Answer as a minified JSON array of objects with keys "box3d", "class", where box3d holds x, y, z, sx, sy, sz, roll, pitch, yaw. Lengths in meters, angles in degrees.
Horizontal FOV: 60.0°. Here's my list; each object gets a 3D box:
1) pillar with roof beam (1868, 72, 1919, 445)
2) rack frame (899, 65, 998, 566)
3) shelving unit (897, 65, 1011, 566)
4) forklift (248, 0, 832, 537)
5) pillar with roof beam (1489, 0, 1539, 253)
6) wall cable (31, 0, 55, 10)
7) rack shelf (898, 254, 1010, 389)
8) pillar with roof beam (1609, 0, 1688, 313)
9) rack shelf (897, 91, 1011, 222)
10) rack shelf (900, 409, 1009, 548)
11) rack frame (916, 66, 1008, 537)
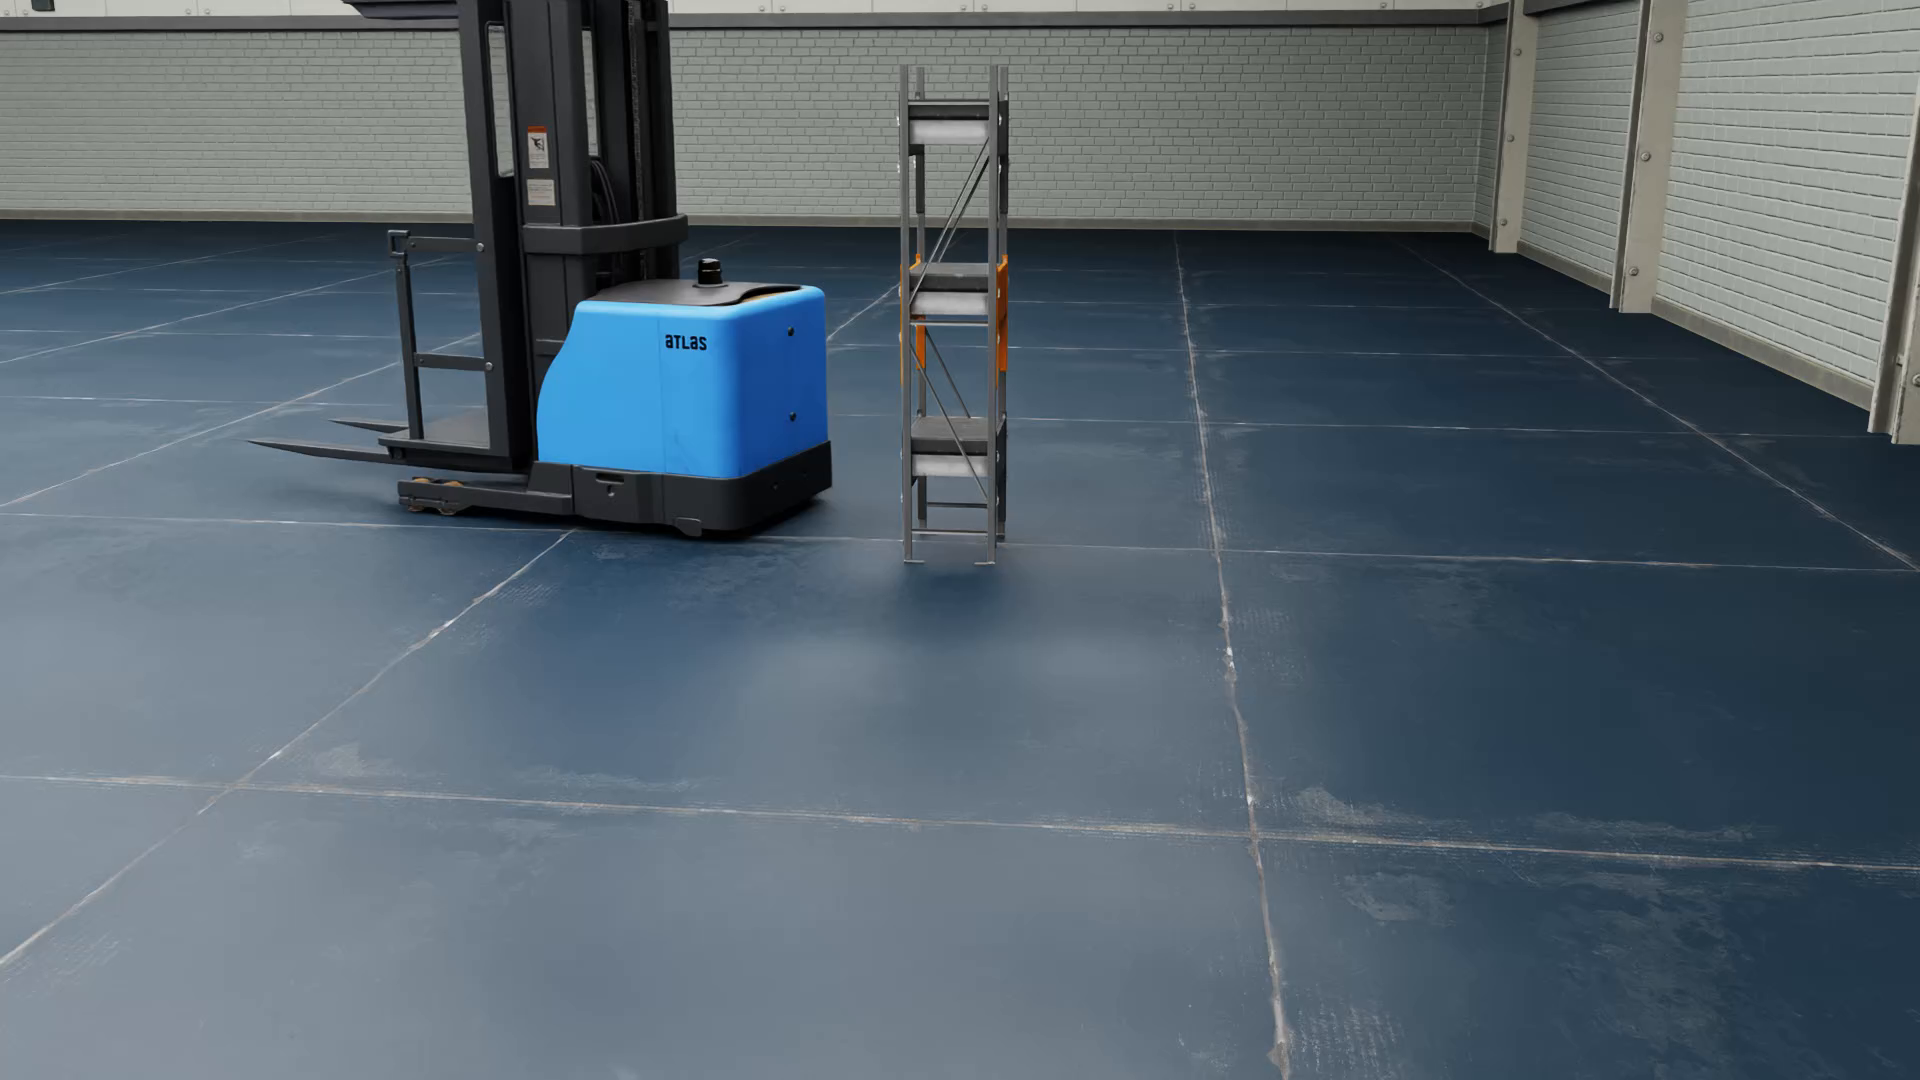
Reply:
[{"box3d":[1.375,-5.080,9.210,9.100,9.000,0.400,2,15,6],"class":"pillar with roof beam"},{"box3d":[-0.046,-0.907,6.995,0.400,2.100,0.015,2,15,6],"class":"rack frame"},{"box3d":[-0.019,-0.971,7.229,0.431,2.100,0.503,2,15,6],"class":"shelving unit"},{"box3d":[-2.215,-1.654,8.164,3.031,2.935,1.130,6,16,21],"class":"forklift"},{"box3d":[2.729,-8.192,20.720,9.100,9.000,0.400,2,15,6],"class":"pillar with roof beam"},{"box3d":[-13.215,-11.077,24.871,2.305,6.003,0.169,2,15,6],"class":"wall cable"},{"box3d":[-0.019,-0.958,7.233,0.431,0.518,0.480,2,15,6],"class":"rack shelf"},{"box3d":[2.052,-6.636,14.965,9.100,9.000,0.400,2,15,6],"class":"pillar with roof beam"},{"box3d":[-0.019,-1.633,7.050,0.431,0.518,0.480,2,15,6],"class":"rack shelf"},{"box3d":[-0.019,-0.282,7.415,0.431,0.518,0.480,2,15,6],"class":"rack shelf"},{"box3d":[0.009,-1.034,7.463,0.400,2.100,0.015,2,15,6],"class":"rack frame"}]
